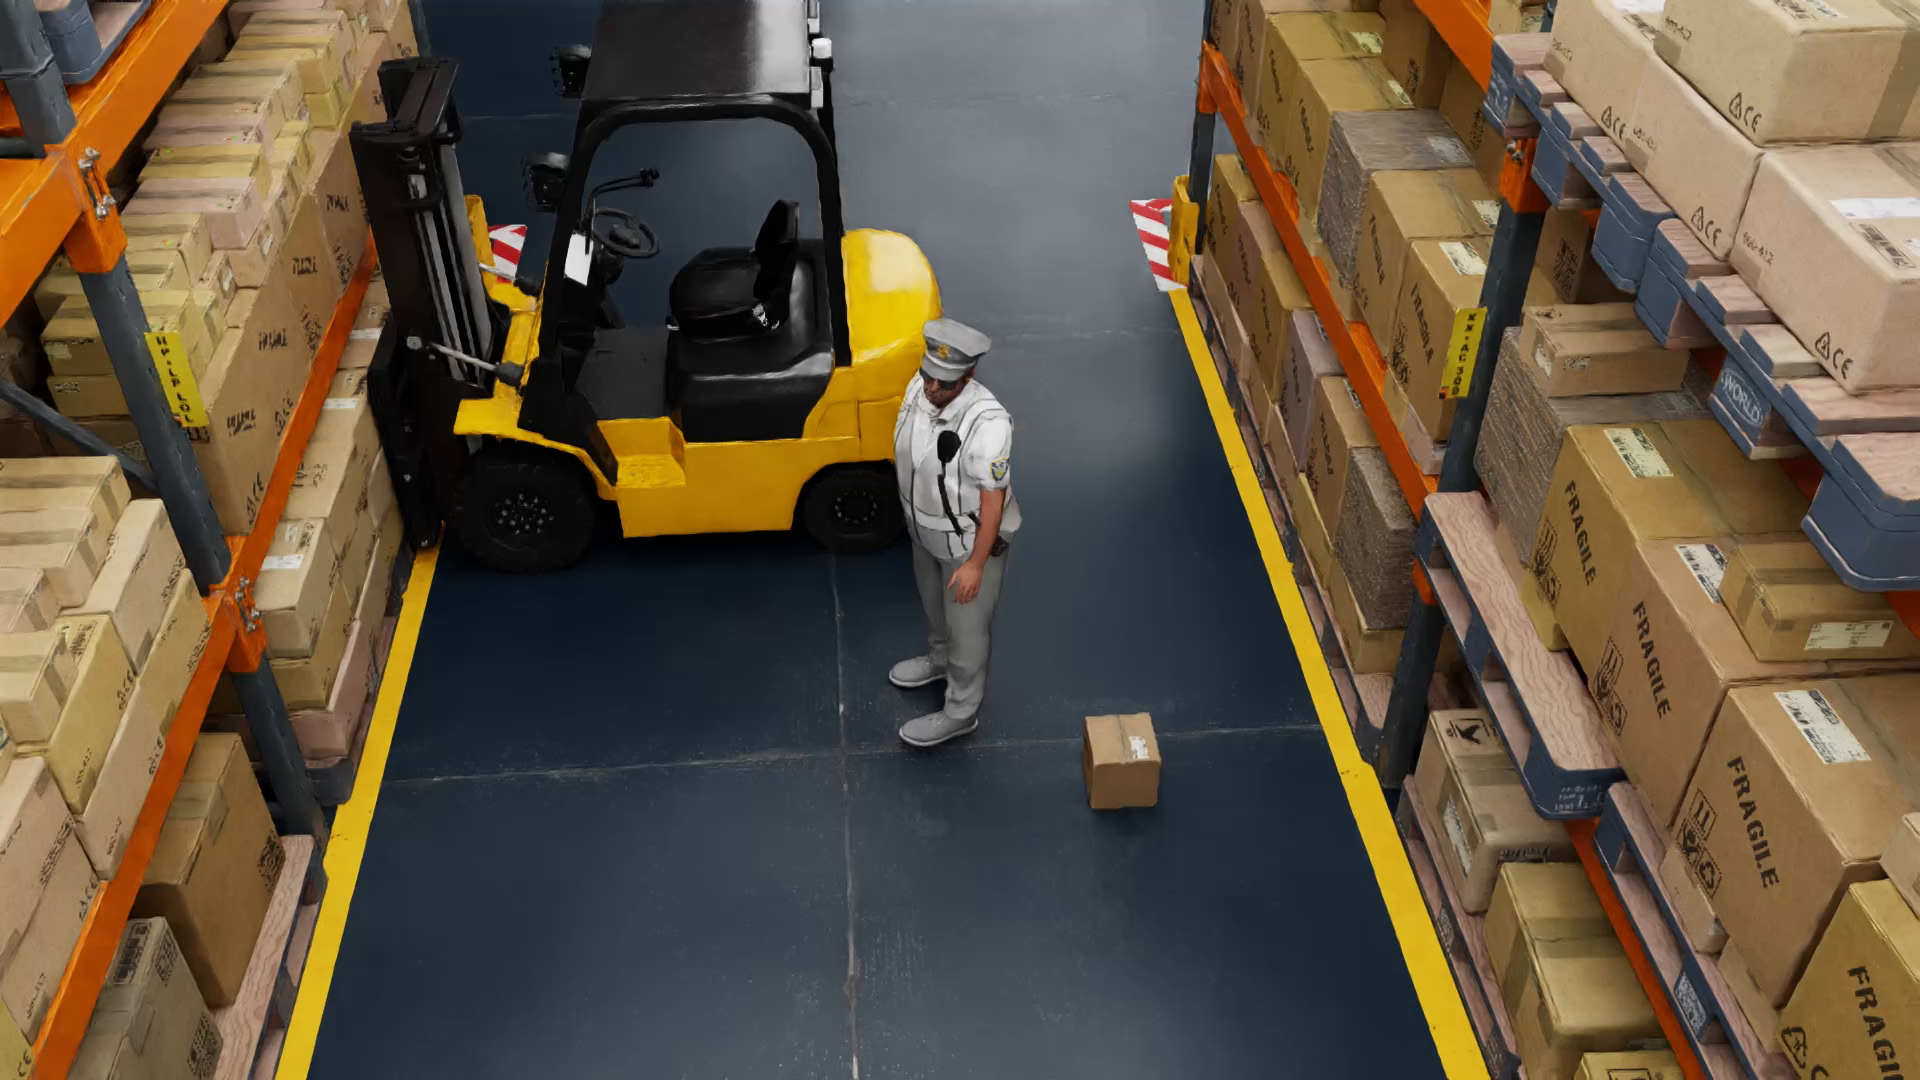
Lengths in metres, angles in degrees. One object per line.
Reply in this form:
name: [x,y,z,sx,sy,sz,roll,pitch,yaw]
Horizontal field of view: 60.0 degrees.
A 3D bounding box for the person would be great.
person: [-0.099,-0.026,6.143,0.521,1.769,0.590,-26,46,-29]
